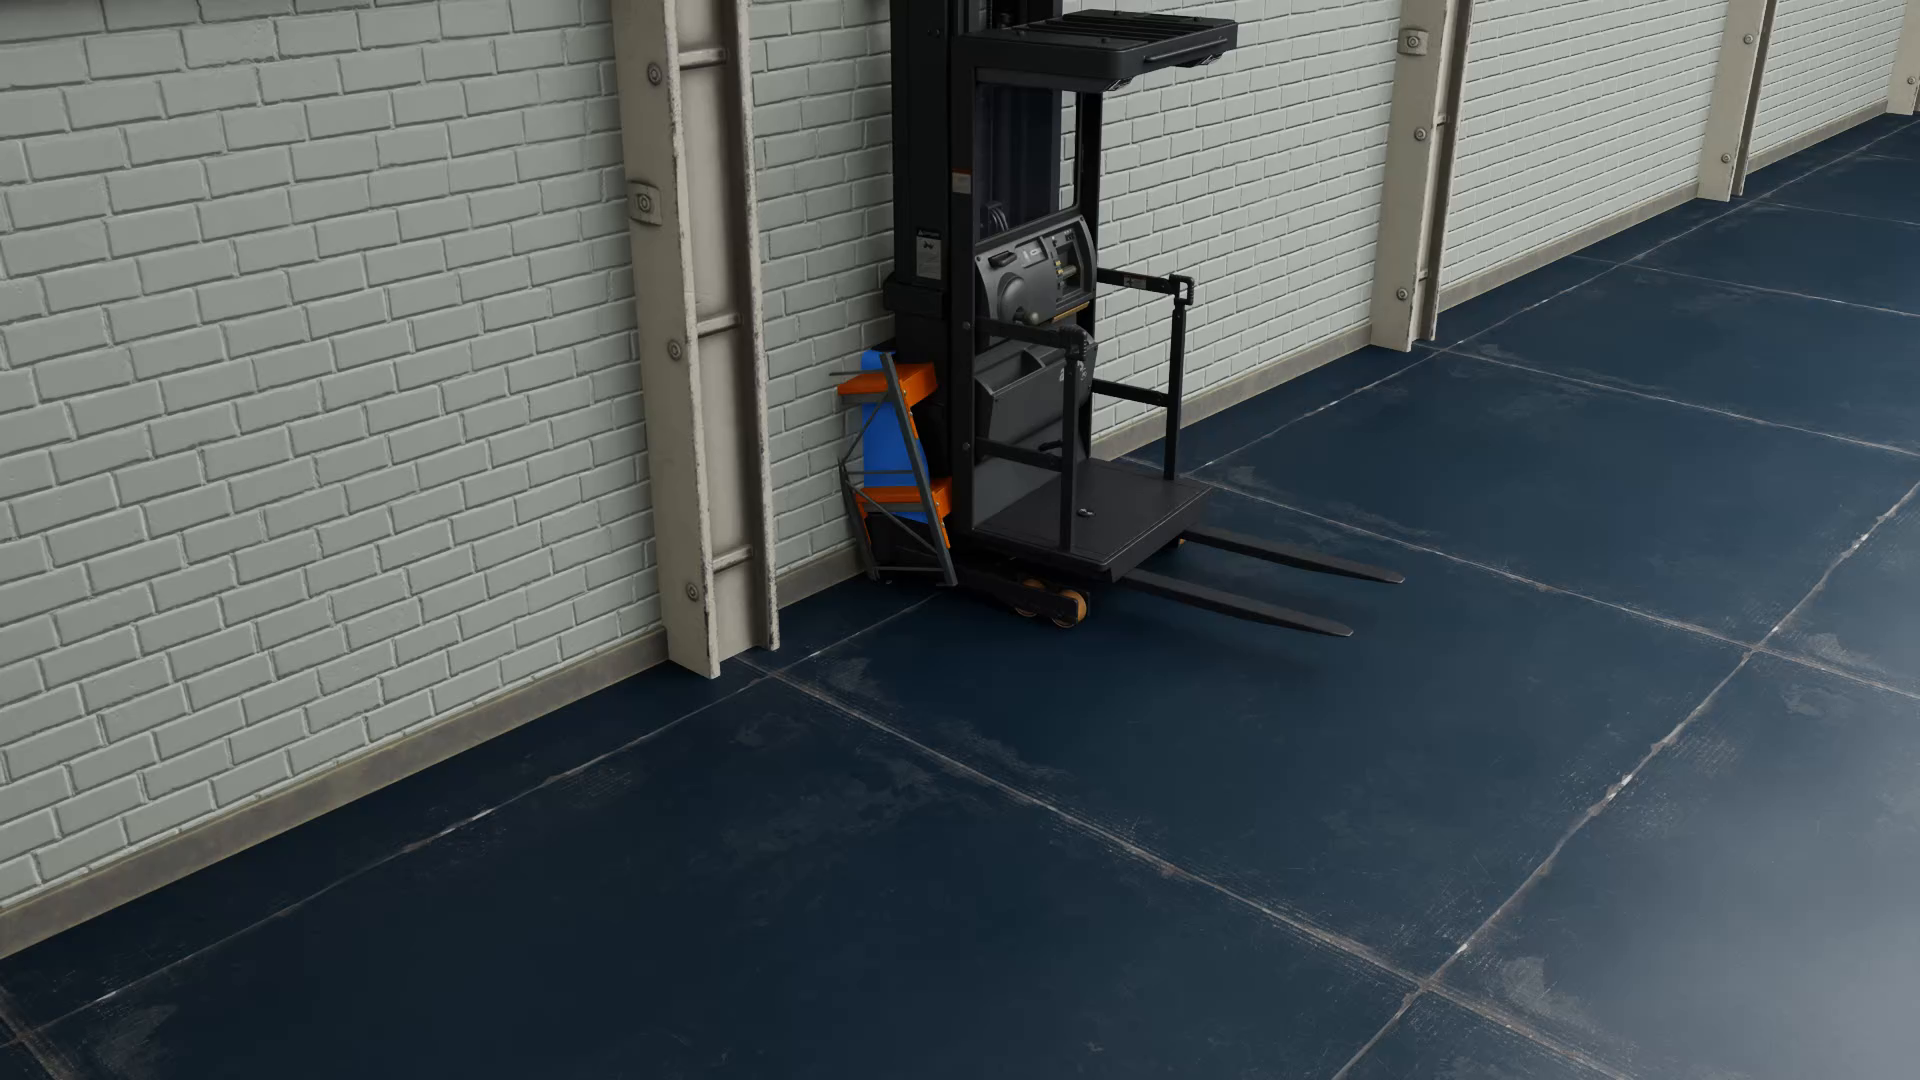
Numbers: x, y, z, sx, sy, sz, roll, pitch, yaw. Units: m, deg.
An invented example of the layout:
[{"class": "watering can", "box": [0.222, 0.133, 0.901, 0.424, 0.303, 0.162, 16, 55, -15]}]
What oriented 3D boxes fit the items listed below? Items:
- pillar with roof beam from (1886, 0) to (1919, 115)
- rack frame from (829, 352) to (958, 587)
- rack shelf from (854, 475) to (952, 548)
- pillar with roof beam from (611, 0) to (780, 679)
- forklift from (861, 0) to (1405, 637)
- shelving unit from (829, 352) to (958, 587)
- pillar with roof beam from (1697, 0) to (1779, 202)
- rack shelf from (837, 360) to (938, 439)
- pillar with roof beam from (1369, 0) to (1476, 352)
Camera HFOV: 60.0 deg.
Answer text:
[{"class": "pillar with roof beam", "box": [14.195, -7.934, 14.947, 9.100, 9.000, 0.400, 20, 31, 38]}, {"class": "rack frame", "box": [-0.362, -0.303, 7.517, 0.500, 1.125, 0.032, 0, 26, 37]}, {"class": "rack shelf", "box": [-0.022, -0.306, 7.967, 0.538, 0.278, 1.000, 0, 26, 37]}, {"class": "pillar with roof beam", "box": [2.182, -2.450, 2.716, 9.100, 9.000, 0.400, 20, 31, 38]}, {"class": "forklift", "box": [0.520, -1.196, 7.334, 3.031, 2.935, 1.130, 15, 28, 30]}, {"class": "shelving unit", "box": [-0.085, -0.525, 7.881, 0.538, 1.125, 1.048, 0, 26, 37]}, {"class": "pillar with roof beam", "box": [10.190, -6.106, 10.870, 9.100, 9.000, 0.400, 20, 31, 38]}, {"class": "rack shelf", "box": [-0.161, -0.789, 7.778, 0.538, 0.278, 1.000, 0, 26, 37]}, {"class": "pillar with roof beam", "box": [6.186, -4.278, 6.793, 9.100, 9.000, 0.400, 20, 31, 38]}]
